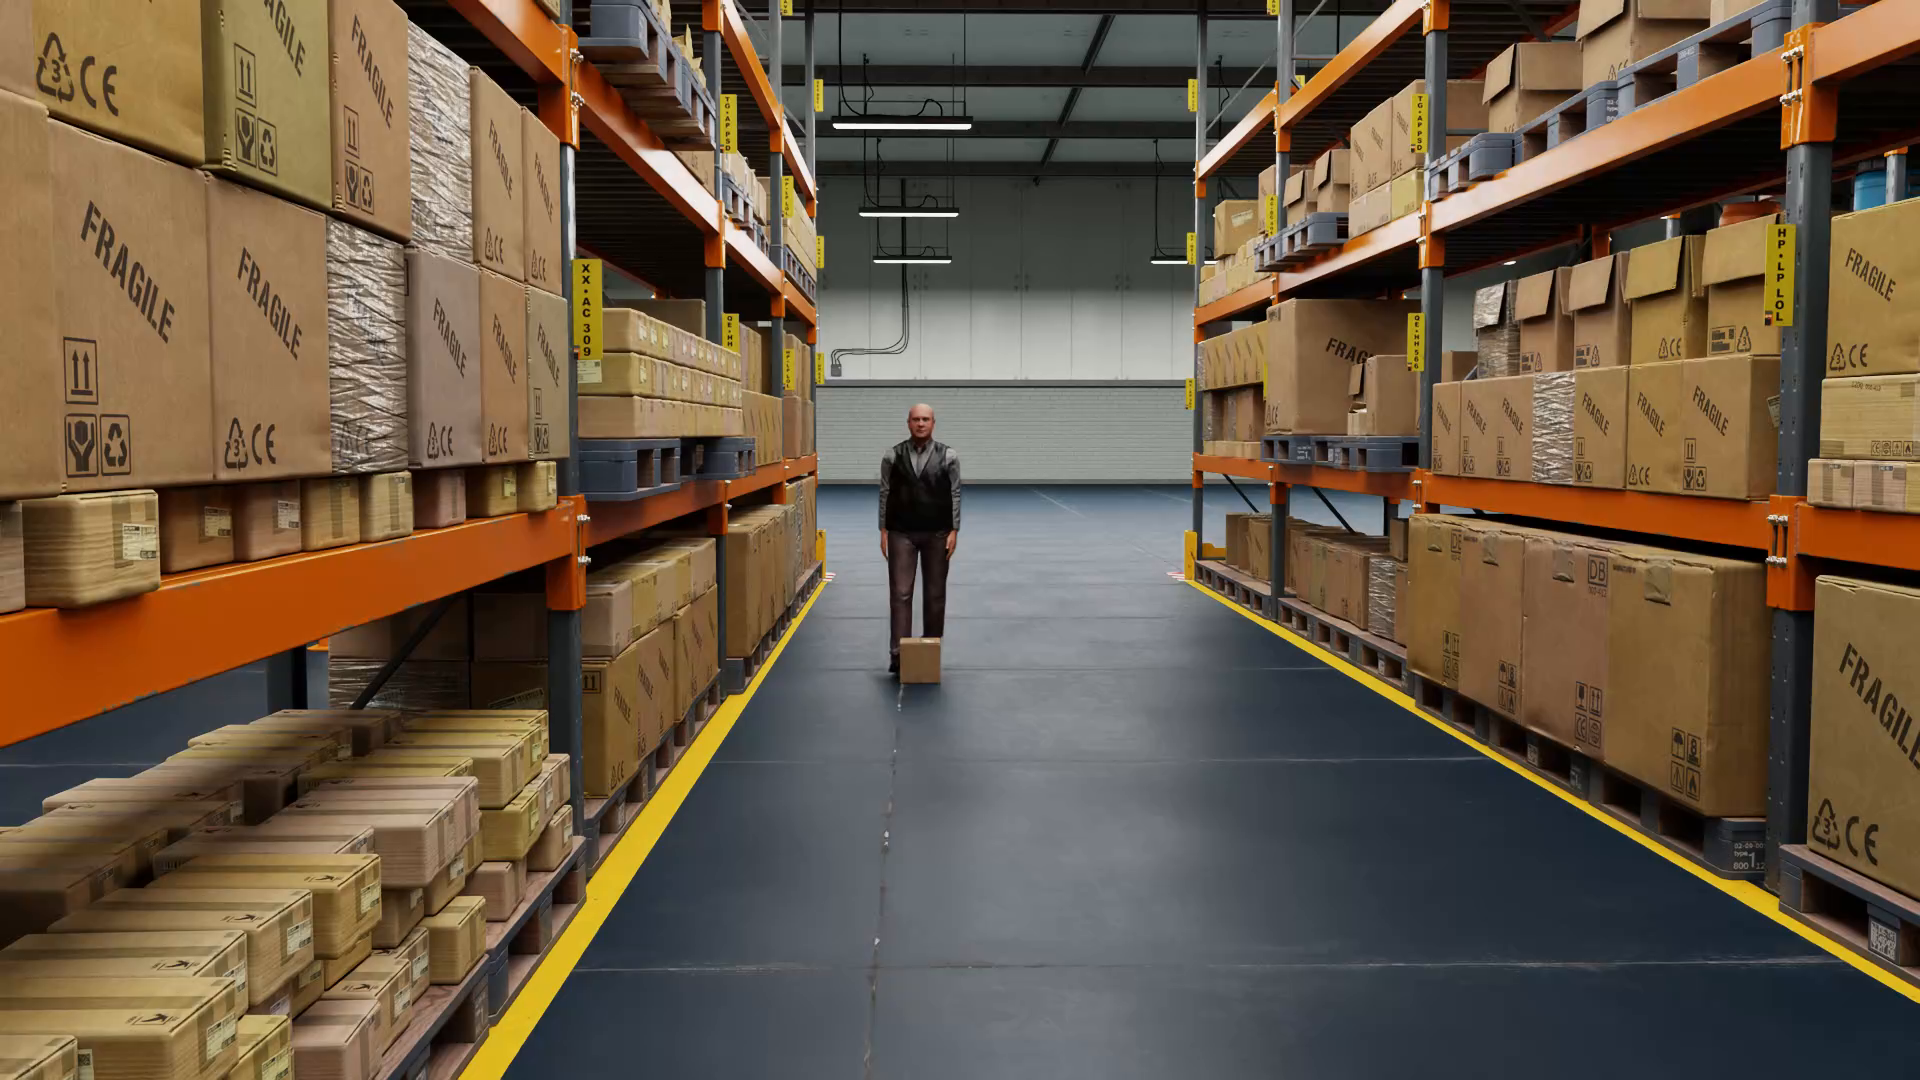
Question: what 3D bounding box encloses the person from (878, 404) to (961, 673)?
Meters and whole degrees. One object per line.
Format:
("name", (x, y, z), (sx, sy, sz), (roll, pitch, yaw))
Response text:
("person", (-0.257, -0.008, 10.646), (0.536, 1.728, 0.598), (0, 4, -2))
